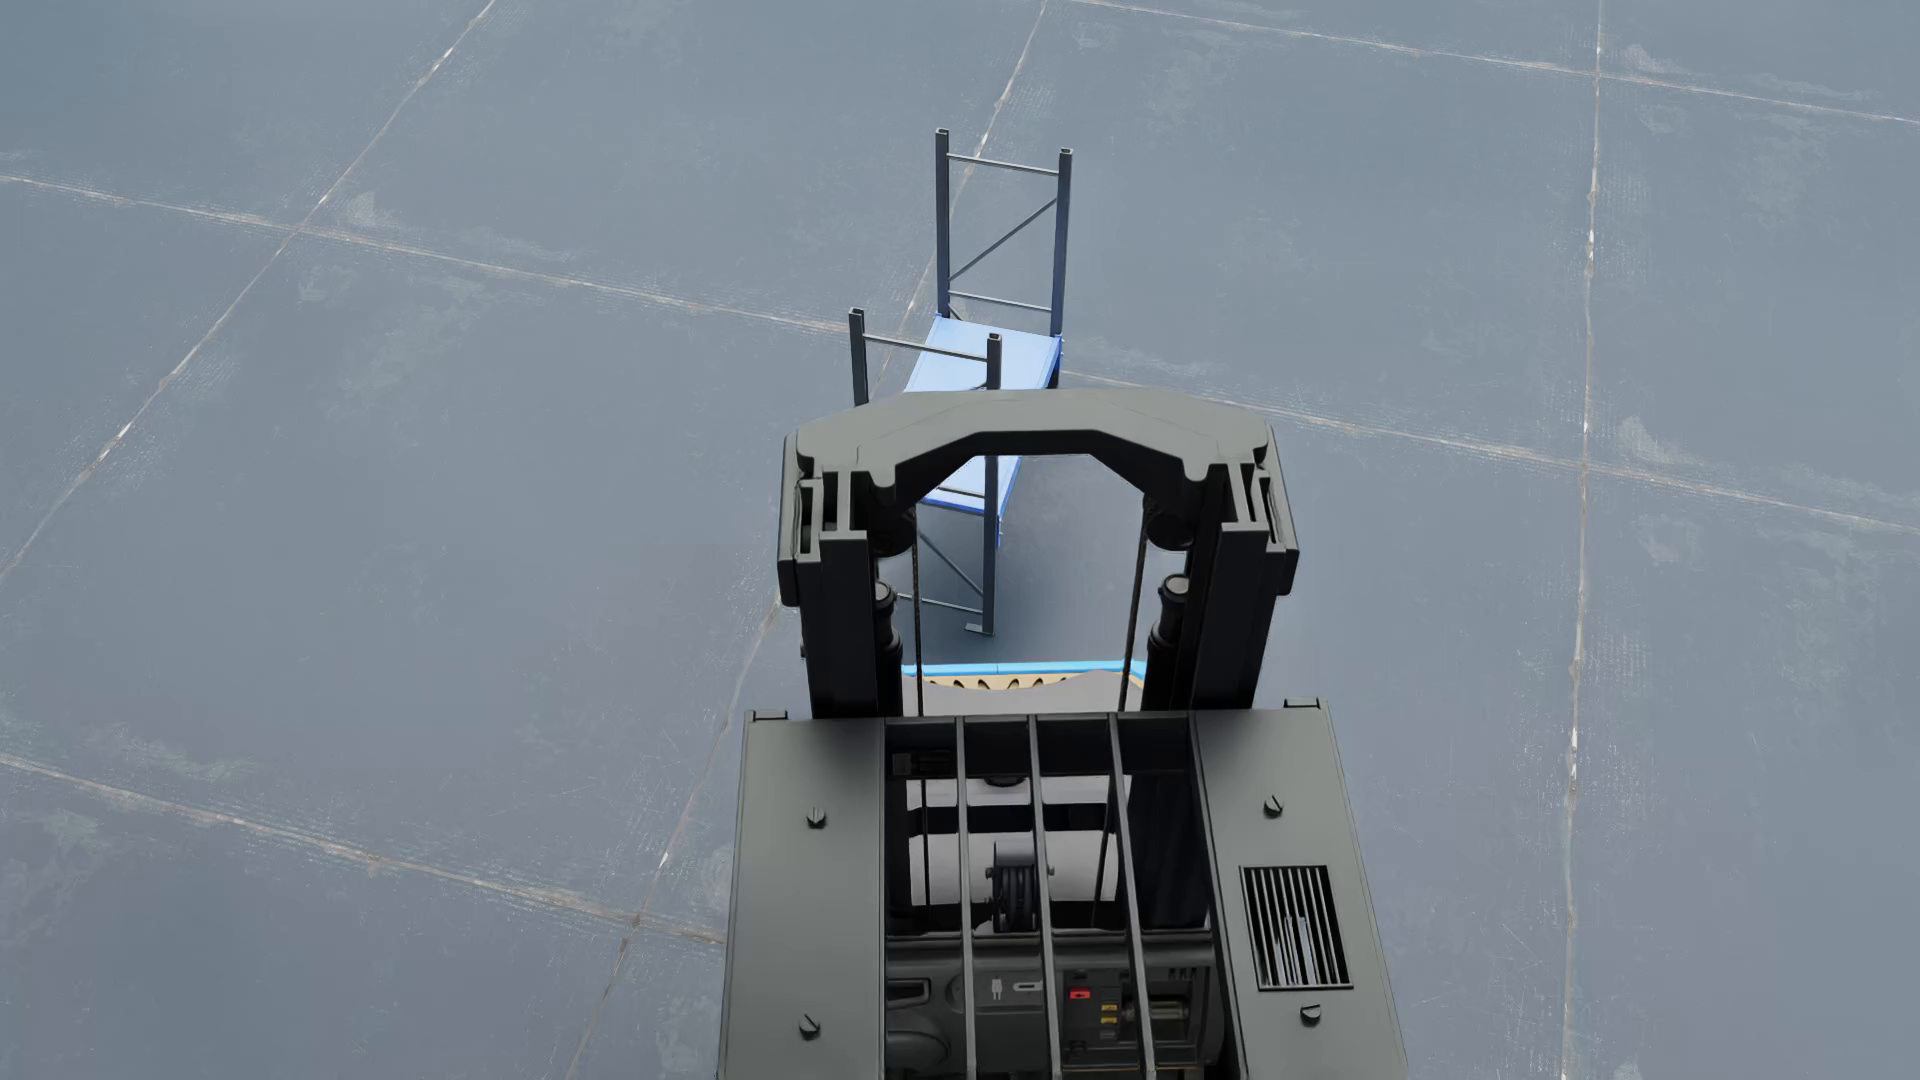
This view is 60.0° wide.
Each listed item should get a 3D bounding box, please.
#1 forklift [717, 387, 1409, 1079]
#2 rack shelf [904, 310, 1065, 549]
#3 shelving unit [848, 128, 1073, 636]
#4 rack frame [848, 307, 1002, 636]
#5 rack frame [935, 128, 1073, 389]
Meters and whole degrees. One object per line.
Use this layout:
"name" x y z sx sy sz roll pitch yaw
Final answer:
"forklift" 0.151 1.212 3.644 1.130 2.935 3.031 -1 49 -1
"rack shelf" 0.022 -0.439 6.296 0.538 0.185 1.000 12 50 10
"shelving unit" 0.022 -0.558 6.161 0.538 1.500 1.048 12 50 10
"rack frame" -0.111 -0.190 5.836 0.500 1.500 0.032 12 50 10
"rack frame" 0.156 -0.926 6.486 0.500 1.500 0.032 12 50 10
